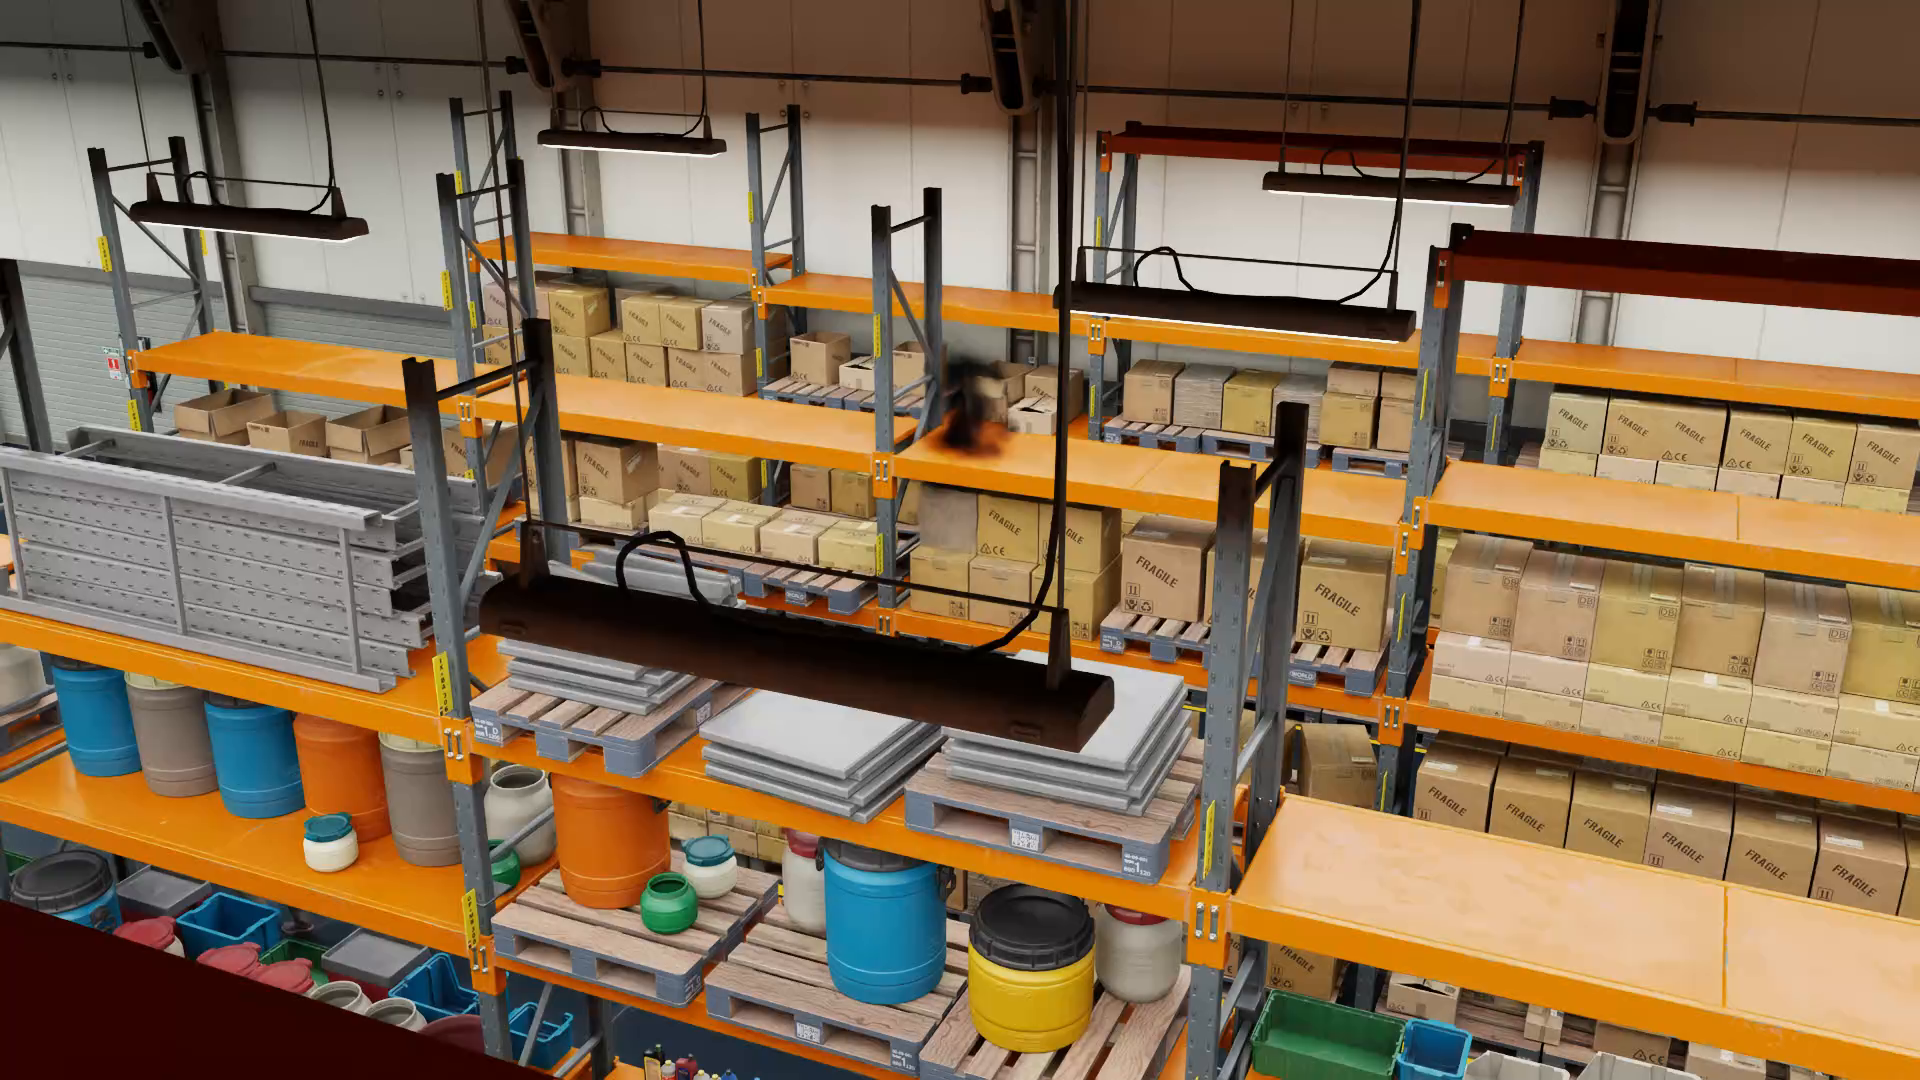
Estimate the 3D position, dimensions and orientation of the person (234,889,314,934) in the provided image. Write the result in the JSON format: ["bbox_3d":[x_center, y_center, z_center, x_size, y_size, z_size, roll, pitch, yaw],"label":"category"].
[{"bbox_3d":[-5.727,2.548,13.640,0.688,1.614,0.544,7,22,18],"label":"person"}]
